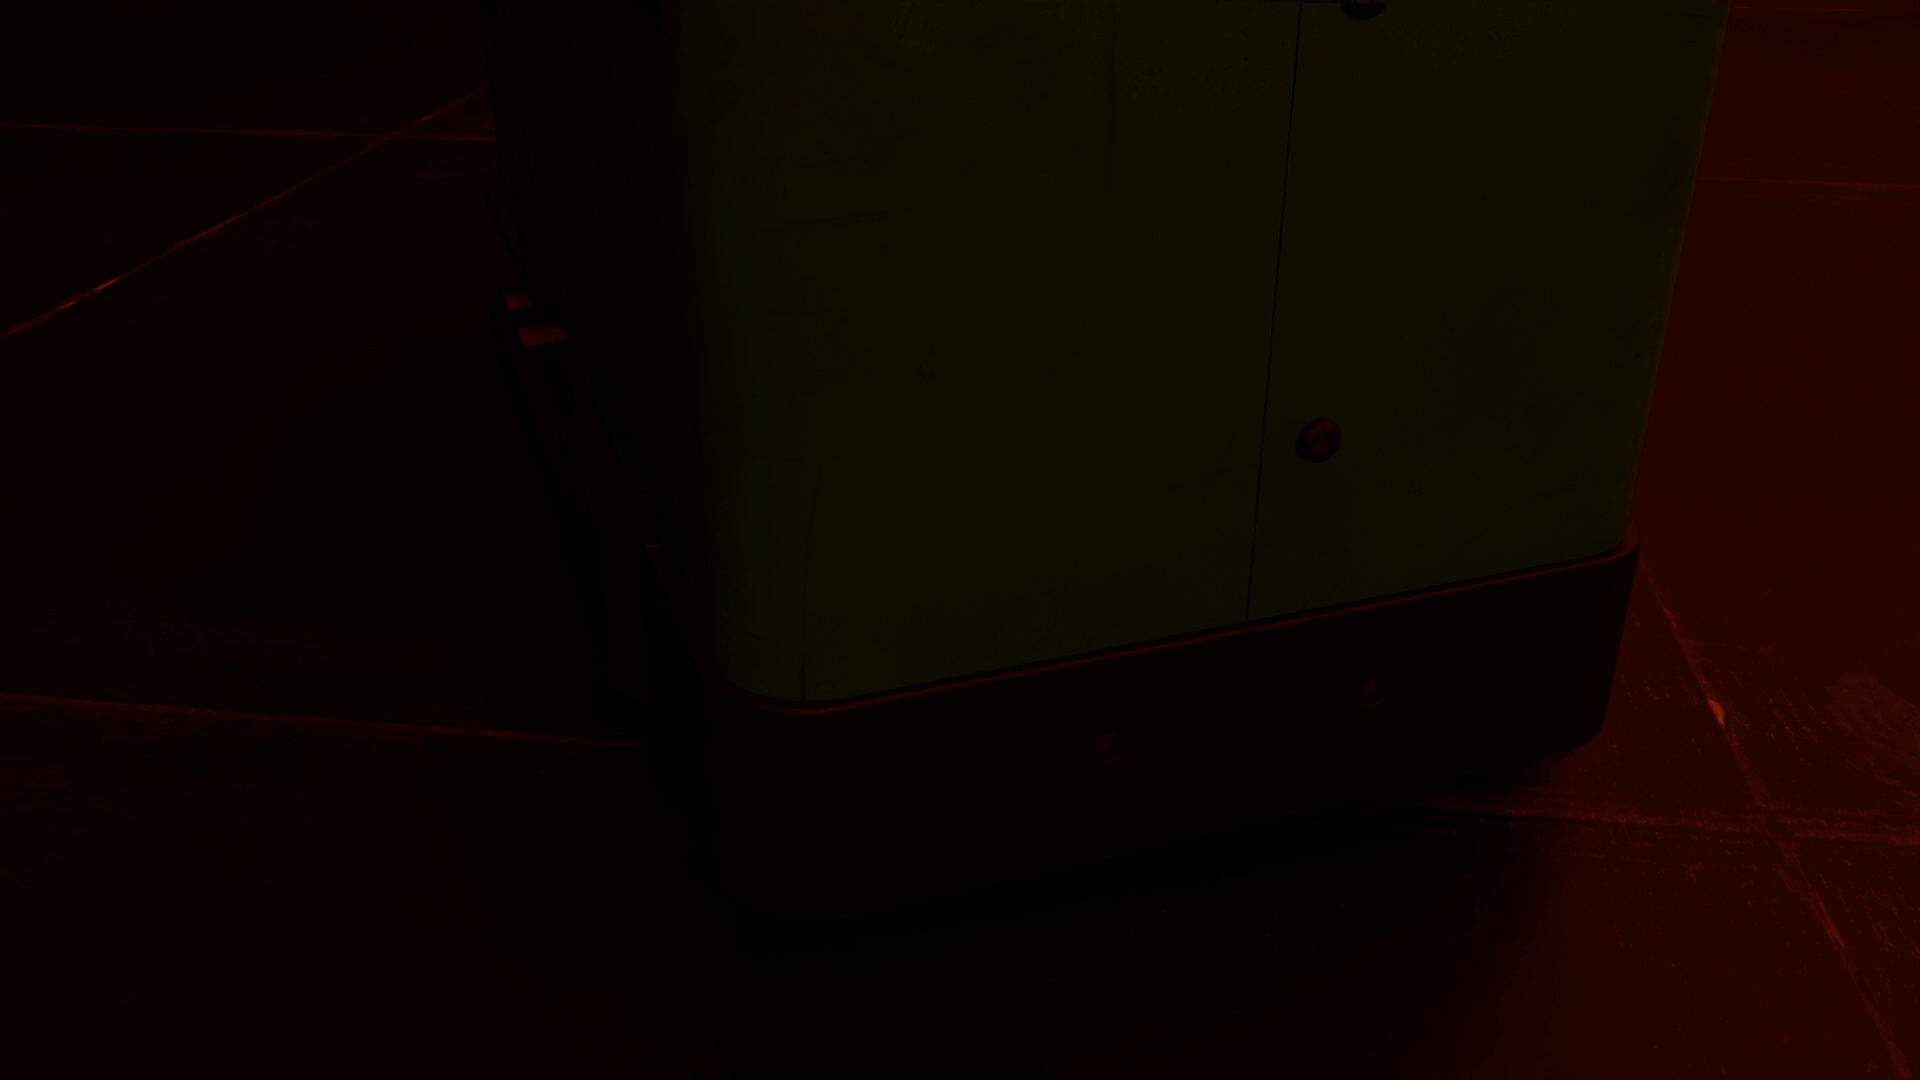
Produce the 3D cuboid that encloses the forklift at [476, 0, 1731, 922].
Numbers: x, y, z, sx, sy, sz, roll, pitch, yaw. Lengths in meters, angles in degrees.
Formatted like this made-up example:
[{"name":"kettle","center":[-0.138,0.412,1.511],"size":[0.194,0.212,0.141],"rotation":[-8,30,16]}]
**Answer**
[{"name":"forklift","center":[-0.234,-1.580,2.385],"size":[1.130,2.935,3.031],"rotation":[-9,28,-18]}]
